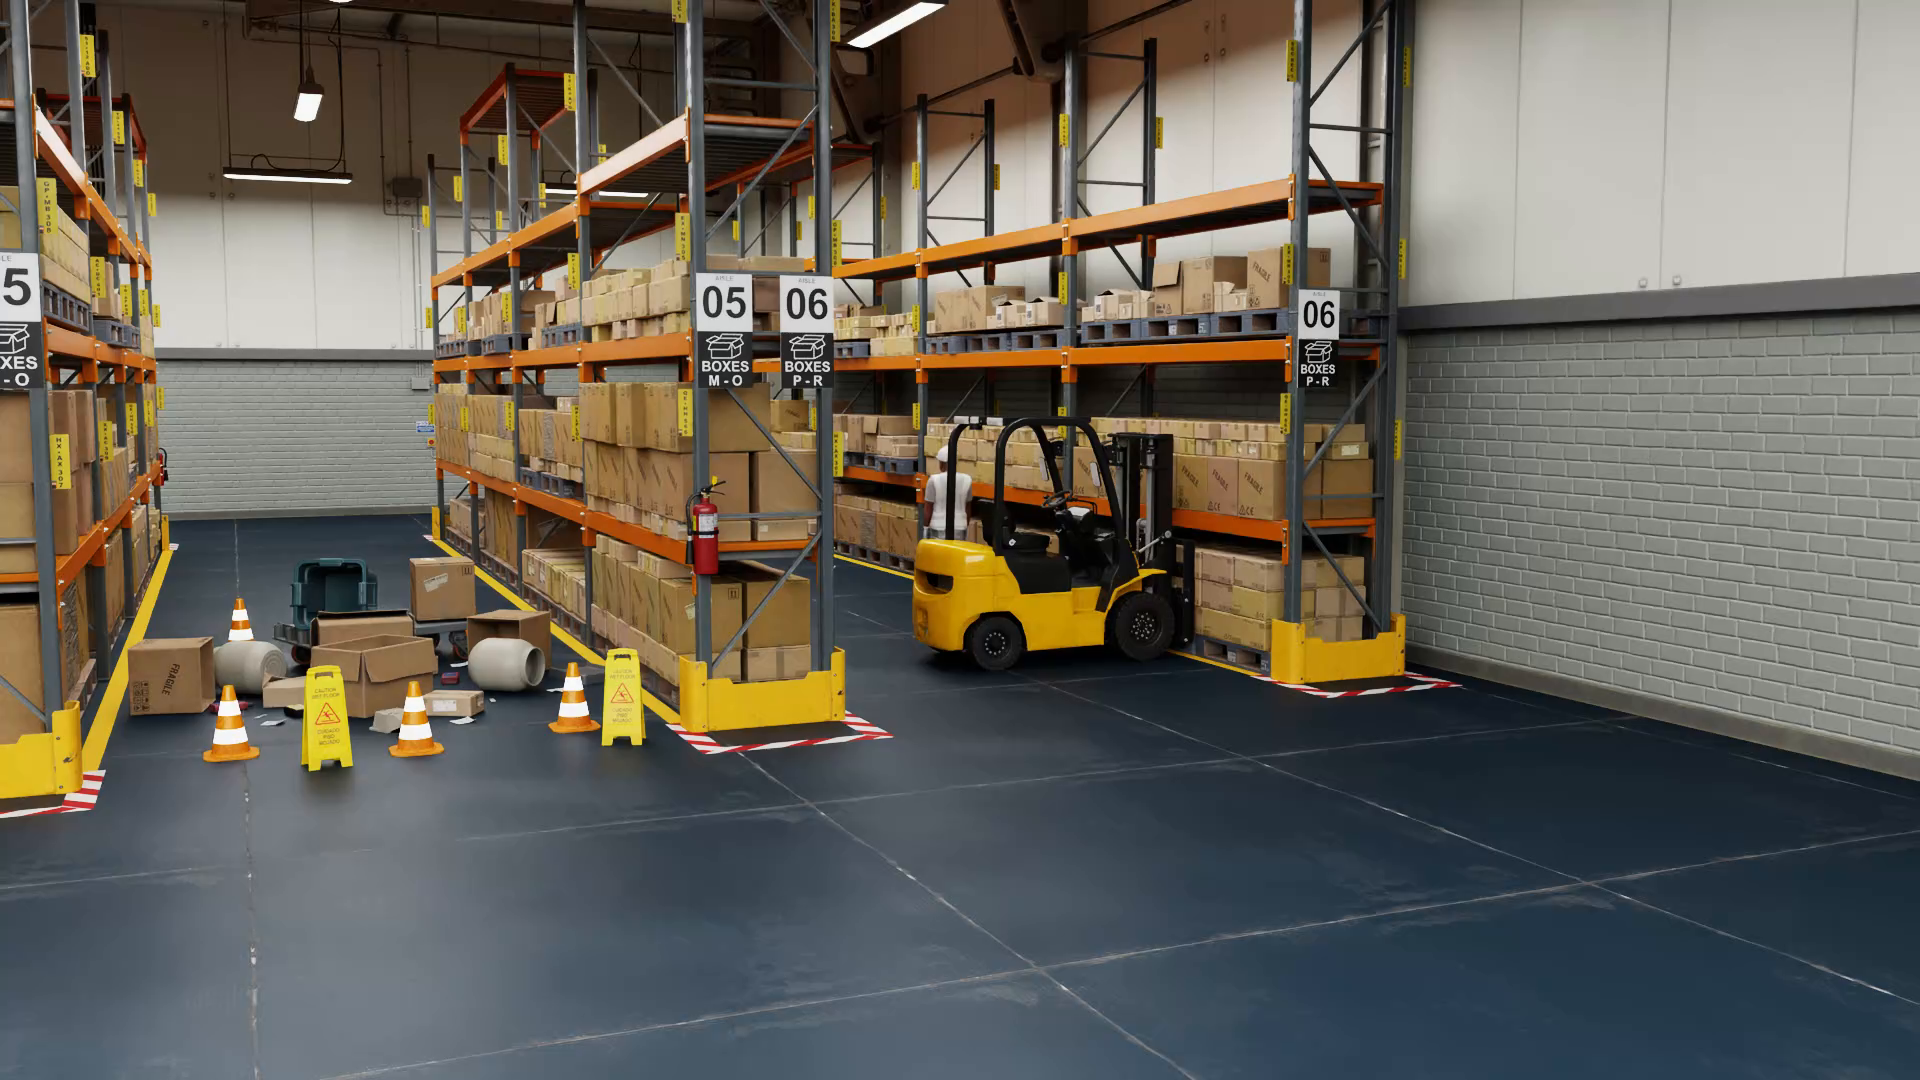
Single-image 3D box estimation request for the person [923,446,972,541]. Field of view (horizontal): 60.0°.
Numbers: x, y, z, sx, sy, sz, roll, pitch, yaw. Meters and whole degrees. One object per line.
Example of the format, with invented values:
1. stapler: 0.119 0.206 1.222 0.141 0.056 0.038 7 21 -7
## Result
1. person: -0.141 -0.097 17.745 0.545 1.803 0.350 -2 6 -22
